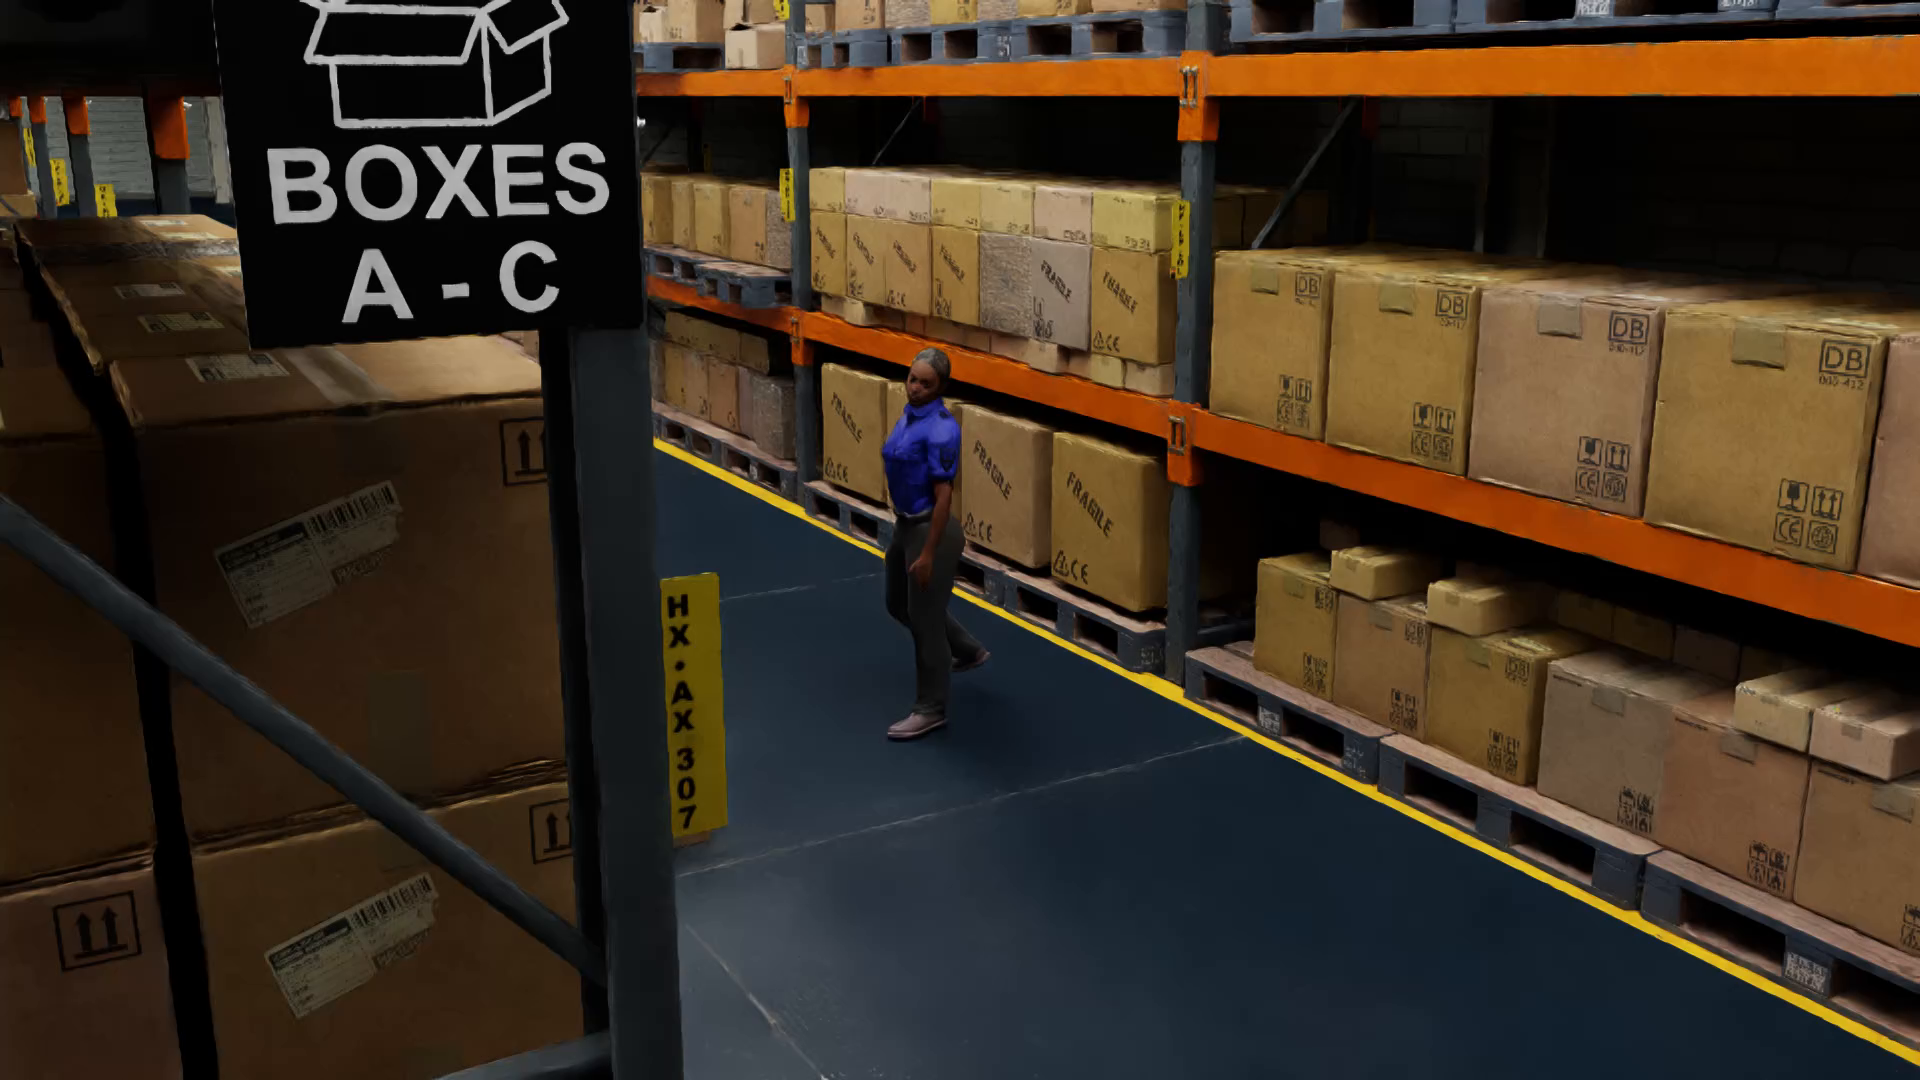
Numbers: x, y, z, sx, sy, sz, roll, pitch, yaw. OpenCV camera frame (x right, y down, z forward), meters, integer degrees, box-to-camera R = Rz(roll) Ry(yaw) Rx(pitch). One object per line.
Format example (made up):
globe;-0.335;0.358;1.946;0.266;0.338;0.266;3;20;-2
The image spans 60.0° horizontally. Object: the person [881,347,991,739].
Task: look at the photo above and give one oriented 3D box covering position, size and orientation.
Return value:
person;-0.098;-0.019;7.106;0.583;1.656;0.653;-6;16;-21
